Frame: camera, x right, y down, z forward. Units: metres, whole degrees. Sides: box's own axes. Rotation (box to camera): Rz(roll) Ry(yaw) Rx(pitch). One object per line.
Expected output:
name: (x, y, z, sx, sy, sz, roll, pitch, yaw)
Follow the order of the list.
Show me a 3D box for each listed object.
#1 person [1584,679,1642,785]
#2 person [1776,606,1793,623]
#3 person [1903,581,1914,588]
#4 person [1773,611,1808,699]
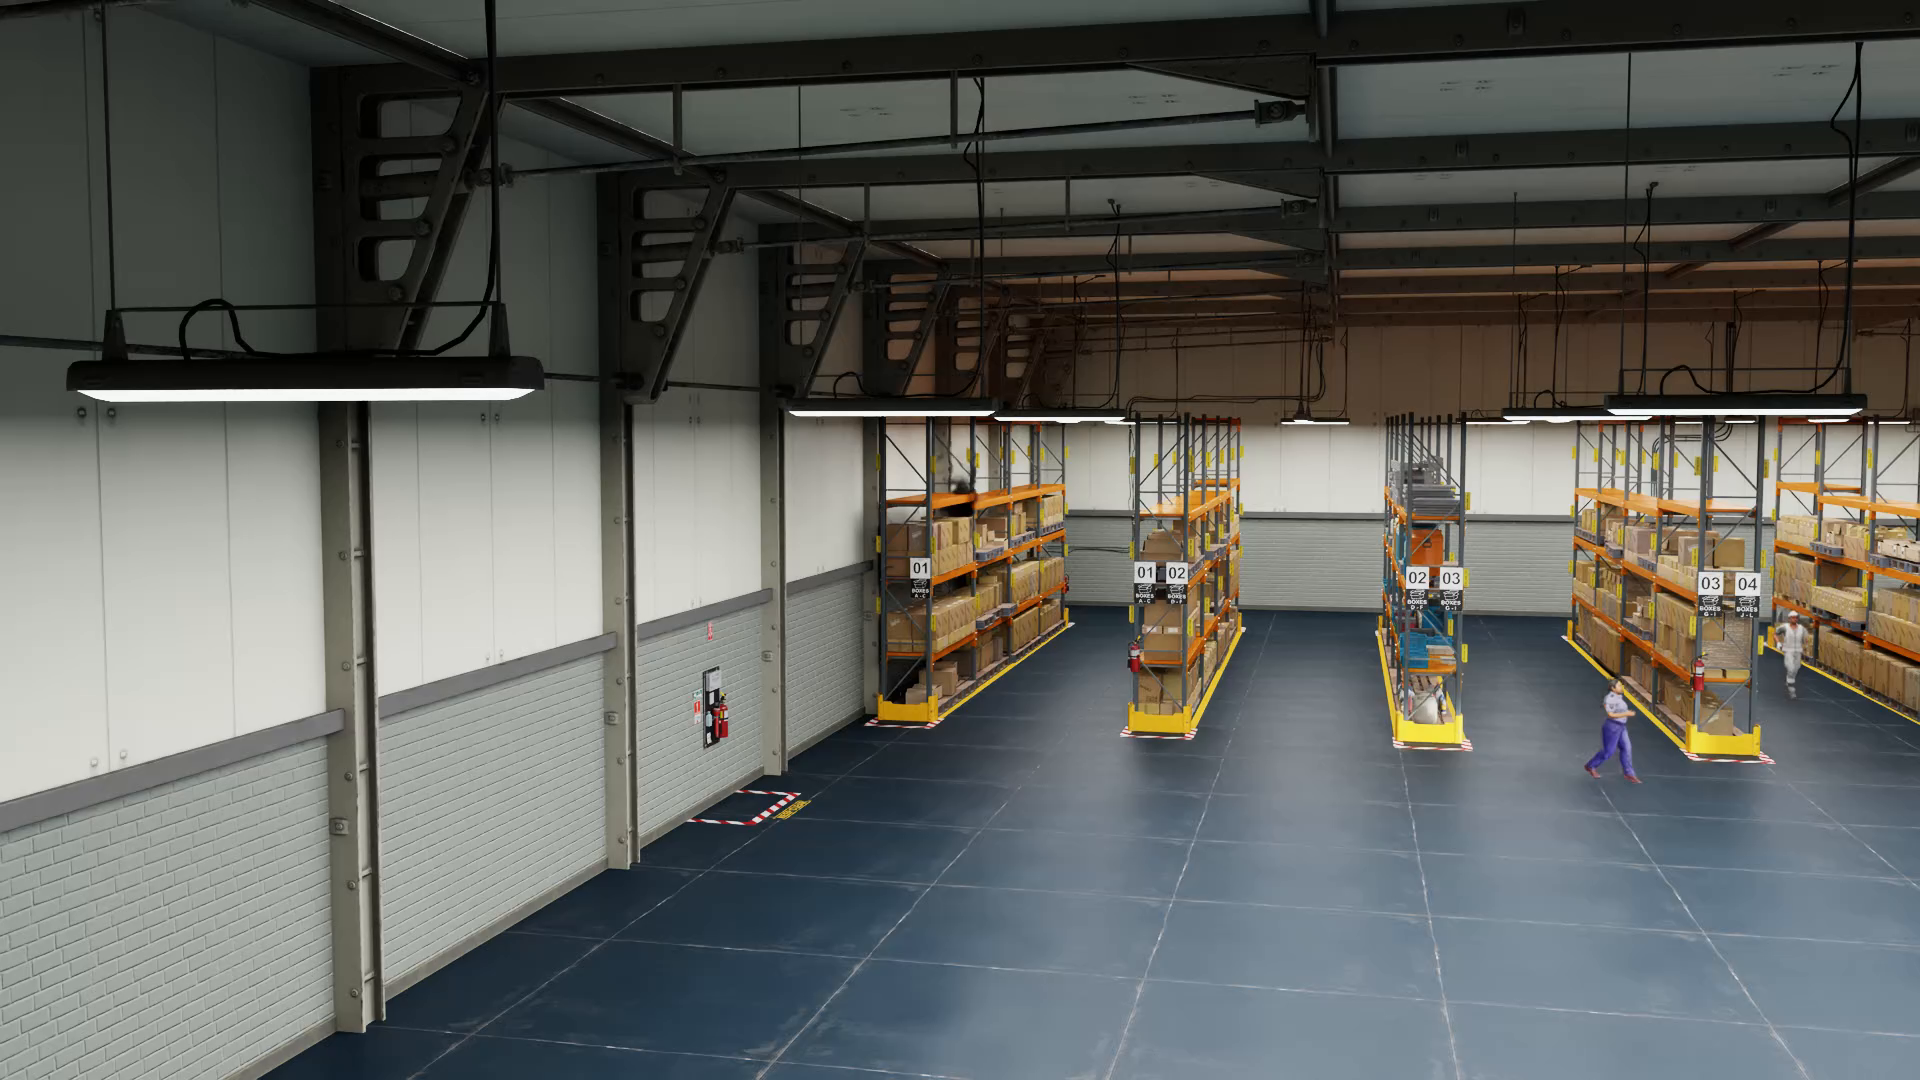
person: (10.524, 3.072, 26.765, 0.874, 1.672, 0.598, 3, 5, 38)
person: (22.133, 1.916, 44.475, 0.747, 1.664, 0.603, 1, 4, 7)
person: (25.178, 1.886, 44.171, 0.815, 1.653, 0.626, 1, 4, 21)
person: (17.720, 2.425, 35.403, 0.640, 1.824, 0.791, 0, 4, 4)
